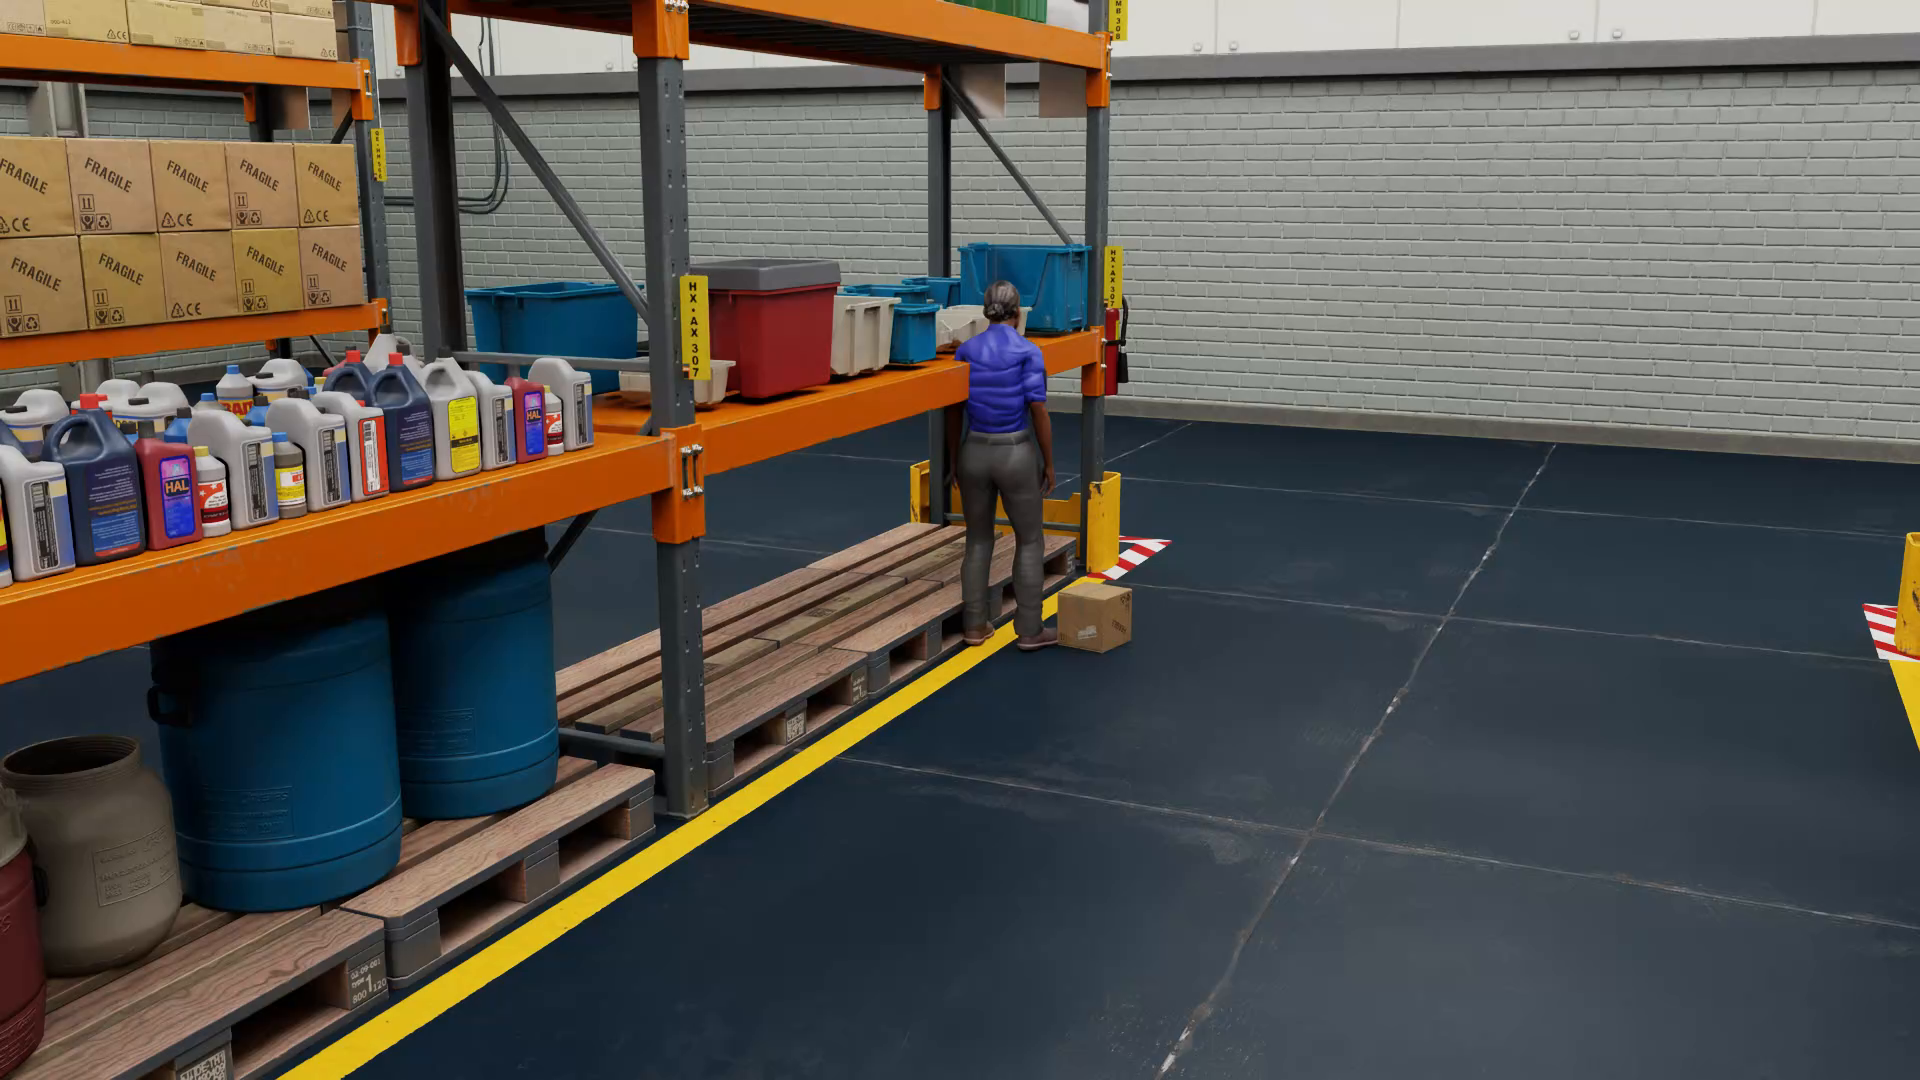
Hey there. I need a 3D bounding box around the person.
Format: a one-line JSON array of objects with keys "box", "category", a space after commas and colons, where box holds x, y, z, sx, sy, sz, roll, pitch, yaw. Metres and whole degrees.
[{"box": [0.193, -0.335, 7.511, 0.521, 1.654, 0.352, 5, 13, 22], "category": "person"}]
